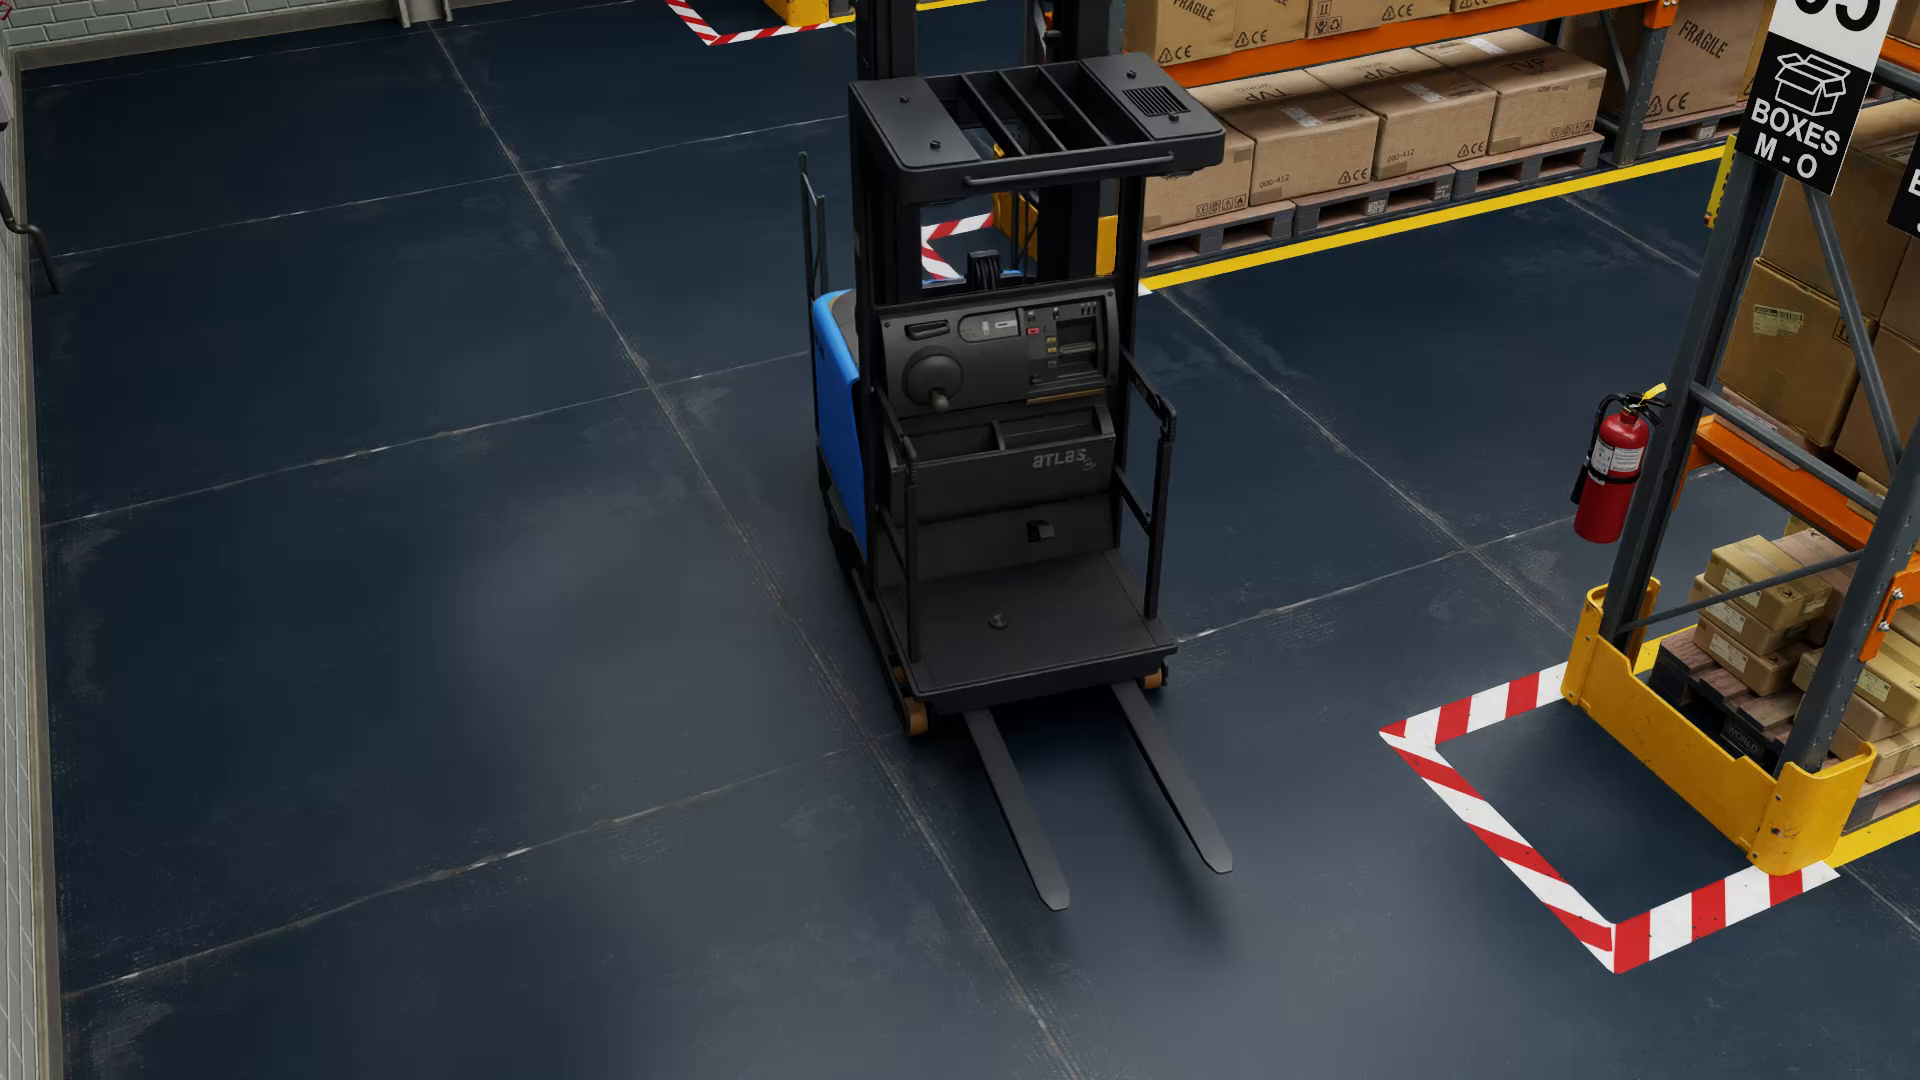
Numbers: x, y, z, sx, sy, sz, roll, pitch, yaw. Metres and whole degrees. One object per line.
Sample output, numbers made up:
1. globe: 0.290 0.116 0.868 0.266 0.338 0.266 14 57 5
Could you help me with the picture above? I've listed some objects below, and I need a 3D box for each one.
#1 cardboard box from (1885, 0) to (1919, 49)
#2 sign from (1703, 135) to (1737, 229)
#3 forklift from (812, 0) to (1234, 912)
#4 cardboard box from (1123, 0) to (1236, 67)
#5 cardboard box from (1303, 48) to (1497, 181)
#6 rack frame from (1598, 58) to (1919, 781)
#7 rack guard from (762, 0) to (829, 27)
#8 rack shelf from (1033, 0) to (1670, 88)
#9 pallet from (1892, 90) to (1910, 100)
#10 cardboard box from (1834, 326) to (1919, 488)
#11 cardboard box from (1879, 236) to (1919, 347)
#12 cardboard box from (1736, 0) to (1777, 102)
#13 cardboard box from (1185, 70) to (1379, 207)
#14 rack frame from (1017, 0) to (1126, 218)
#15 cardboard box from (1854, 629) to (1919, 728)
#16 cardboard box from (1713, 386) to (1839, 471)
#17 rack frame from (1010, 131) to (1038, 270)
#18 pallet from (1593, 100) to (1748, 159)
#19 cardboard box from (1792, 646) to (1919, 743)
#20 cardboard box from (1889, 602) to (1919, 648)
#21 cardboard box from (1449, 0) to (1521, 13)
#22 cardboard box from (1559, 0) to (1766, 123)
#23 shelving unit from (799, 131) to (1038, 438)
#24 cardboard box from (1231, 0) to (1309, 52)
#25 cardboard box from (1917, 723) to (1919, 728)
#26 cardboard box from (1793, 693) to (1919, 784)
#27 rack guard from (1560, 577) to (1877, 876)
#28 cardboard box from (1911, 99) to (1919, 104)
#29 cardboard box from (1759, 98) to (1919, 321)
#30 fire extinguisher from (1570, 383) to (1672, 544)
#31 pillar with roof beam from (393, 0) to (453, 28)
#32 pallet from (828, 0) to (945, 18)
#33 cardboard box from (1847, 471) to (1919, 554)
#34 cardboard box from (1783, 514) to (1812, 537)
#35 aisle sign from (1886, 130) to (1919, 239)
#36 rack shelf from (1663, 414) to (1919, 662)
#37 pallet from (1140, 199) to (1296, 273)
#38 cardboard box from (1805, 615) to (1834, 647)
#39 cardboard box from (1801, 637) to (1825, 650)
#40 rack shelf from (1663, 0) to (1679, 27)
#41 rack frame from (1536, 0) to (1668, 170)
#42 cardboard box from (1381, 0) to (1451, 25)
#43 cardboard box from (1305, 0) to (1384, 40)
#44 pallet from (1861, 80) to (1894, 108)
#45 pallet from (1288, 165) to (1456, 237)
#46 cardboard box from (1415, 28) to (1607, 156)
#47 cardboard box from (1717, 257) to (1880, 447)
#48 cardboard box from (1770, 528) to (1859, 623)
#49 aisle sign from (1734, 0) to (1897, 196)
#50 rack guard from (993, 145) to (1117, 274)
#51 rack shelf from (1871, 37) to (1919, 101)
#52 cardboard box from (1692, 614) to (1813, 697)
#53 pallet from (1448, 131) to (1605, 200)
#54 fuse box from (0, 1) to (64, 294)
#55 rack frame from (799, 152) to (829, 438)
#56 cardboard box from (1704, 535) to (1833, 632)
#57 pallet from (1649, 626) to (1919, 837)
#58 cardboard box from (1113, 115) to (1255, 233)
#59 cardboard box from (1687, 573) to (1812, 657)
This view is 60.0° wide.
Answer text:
1. cardboard box: 3.104 -1.702 5.134 0.500 0.250 0.500 -16 40 -21
2. sign: 2.587 -1.196 5.607 0.005 0.325 0.100 -16 39 -20
3. forklift: 0.220 -0.654 6.171 1.130 2.935 3.031 -10 38 -13
4. cardboard box: 1.167 -2.950 9.125 0.500 0.500 0.500 -16 39 -20
5. cardboard box: 2.807 -2.767 10.761 0.875 0.438 0.875 -17 40 -21
6. rack frame: 2.805 -0.299 5.636 0.127 3.000 1.000 -16 39 -20
7. rack guard: -1.433 -4.634 13.579 0.348 0.500 1.175 -16 39 -20
8. rack shelf: 2.421 -3.161 10.097 4.000 0.370 1.077 -16 39 -20
9. pallet: 7.107 -3.689 12.547 1.213 0.211 1.003 -16 39 -20
10. cardboard box: 3.329 -0.424 5.470 0.500 0.500 0.500 -14 39 -18
11. cardboard box: 3.324 -0.831 5.180 0.500 0.500 0.500 -16 39 -20
12. cardboard box: 5.573 -3.704 11.657 0.875 0.875 0.875 -14 39 -19
13. cardboard box: 1.990 -2.540 10.455 0.875 0.438 0.875 -15 39 -19
14. rack frame: 0.610 -2.943 9.200 0.127 3.000 1.000 -16 39 -20
15. cardboard box: 3.424 0.489 6.114 0.250 0.149 0.380 -17 40 -22
16. cardboard box: 2.980 -0.433 6.027 0.250 0.149 0.380 -16 39 -20
17. rack frame: 0.320 -1.180 8.082 0.032 1.500 0.500 -8 37 -11
18. pallet: 4.898 -3.072 11.714 1.213 0.211 1.003 -16 39 -20
19. cardboard box: 3.388 0.563 6.263 0.250 0.149 0.380 -14 39 -18
20. cardboard box: 3.622 0.354 6.296 0.250 0.149 0.380 -15 39 -19
21. cardboard box: 3.008 -3.472 9.830 0.500 0.500 0.500 -16 40 -21
22. cardboard box: 4.759 -3.471 11.343 0.875 0.875 0.875 -14 39 -19
23. shelving unit: -0.173 -1.107 7.984 1.048 1.500 0.538 -8 37 -11
24. cardboard box: 1.613 -3.093 9.318 0.500 0.500 0.500 -16 40 -21
25. cardboard box: 3.618 0.607 6.455 0.250 0.149 0.380 -16 39 -20
26. cardboard box: 3.415 0.717 6.306 0.250 0.149 0.380 -15 39 -19
27. rack guard: 2.874 0.685 6.406 0.348 0.500 1.175 -16 39 -20
28. cardboard box: 3.572 -1.239 5.729 0.500 0.500 0.500 -17 40 -21
29. cardboard box: 3.114 -1.111 5.556 0.500 0.500 0.500 -16 40 -21
30. fire extinguisher: 2.381 -0.304 6.019 0.183 0.674 0.296 -16 39 -20
31. pillar with roof beam: -2.497 -5.511 7.626 0.400 9.000 9.100 -16 39 -20
32. pallet: -0.712 -4.721 13.937 1.213 0.211 1.003 -16 39 -20
33. cardboard box: 3.238 -0.104 5.583 0.250 0.149 0.380 -16 39 -20
34. cardboard box: 3.609 0.001 6.772 0.250 0.149 0.380 -16 40 -21
35. aisle sign: 2.866 -1.163 4.618 0.004 0.787 0.394 -16 39 -20
36. rack shelf: 4.616 -0.517 6.532 4.000 0.370 1.077 -16 39 -20
37. pallet: 1.301 -2.068 10.361 1.213 0.211 1.003 -16 39 -20
38. cardboard box: 3.421 0.233 6.709 0.250 0.149 0.380 -17 40 -21
39. cardboard box: 3.383 0.312 6.852 0.250 0.149 0.380 -14 39 -19
40. rack shelf: 6.042 -4.173 11.462 4.000 0.370 1.077 -16 39 -20
41. rack frame: 4.231 -3.956 10.565 0.127 3.000 1.000 -16 39 -20
42. cardboard box: 2.527 -3.348 9.662 0.500 0.500 0.500 -14 39 -18
43. cardboard box: 2.081 -3.212 9.479 0.500 0.500 0.500 -16 39 -20
44. pallet: 6.004 -3.383 12.134 1.213 0.211 1.003 -16 39 -20
45. pallet: 2.404 -2.374 10.774 1.213 0.211 1.003 -16 39 -20
46. cardboard box: 3.617 -2.994 11.067 0.875 0.438 0.875 -16 40 -21
47. cardboard box: 3.103 -0.711 5.858 0.500 0.500 0.500 -15 39 -19
48. cardboard box: 3.429 0.135 6.591 0.250 0.149 0.380 -15 39 -19
49. aisle sign: 2.612 -1.487 5.054 0.004 0.787 0.394 -16 39 -20
50. rack guard: 0.589 -1.933 9.937 0.348 0.500 1.175 -16 39 -20
51. rack shelf: 4.616 -1.721 5.639 4.000 0.370 1.077 -16 39 -20
52. cardboard box: 3.193 0.431 6.691 0.250 0.149 0.380 -15 39 -19
53. pallet: 3.510 -2.685 11.193 1.213 0.211 1.003 -16 39 -20
54. fuse box: -5.245 -2.156 9.220 0.414 1.711 0.539 -16 39 -20
55. rack frame: -0.667 -1.034 7.886 0.032 1.500 0.500 -8 37 -11
56. cardboard box: 3.177 0.167 6.548 0.250 0.149 0.380 -15 39 -19
57. pallet: 3.624 0.615 6.744 1.213 0.211 1.003 -16 39 -20
58. cardboard box: 1.165 -2.304 10.136 0.875 0.438 0.875 -17 40 -21
59. cardboard box: 3.162 0.270 6.659 0.250 0.149 0.380 -17 40 -21
